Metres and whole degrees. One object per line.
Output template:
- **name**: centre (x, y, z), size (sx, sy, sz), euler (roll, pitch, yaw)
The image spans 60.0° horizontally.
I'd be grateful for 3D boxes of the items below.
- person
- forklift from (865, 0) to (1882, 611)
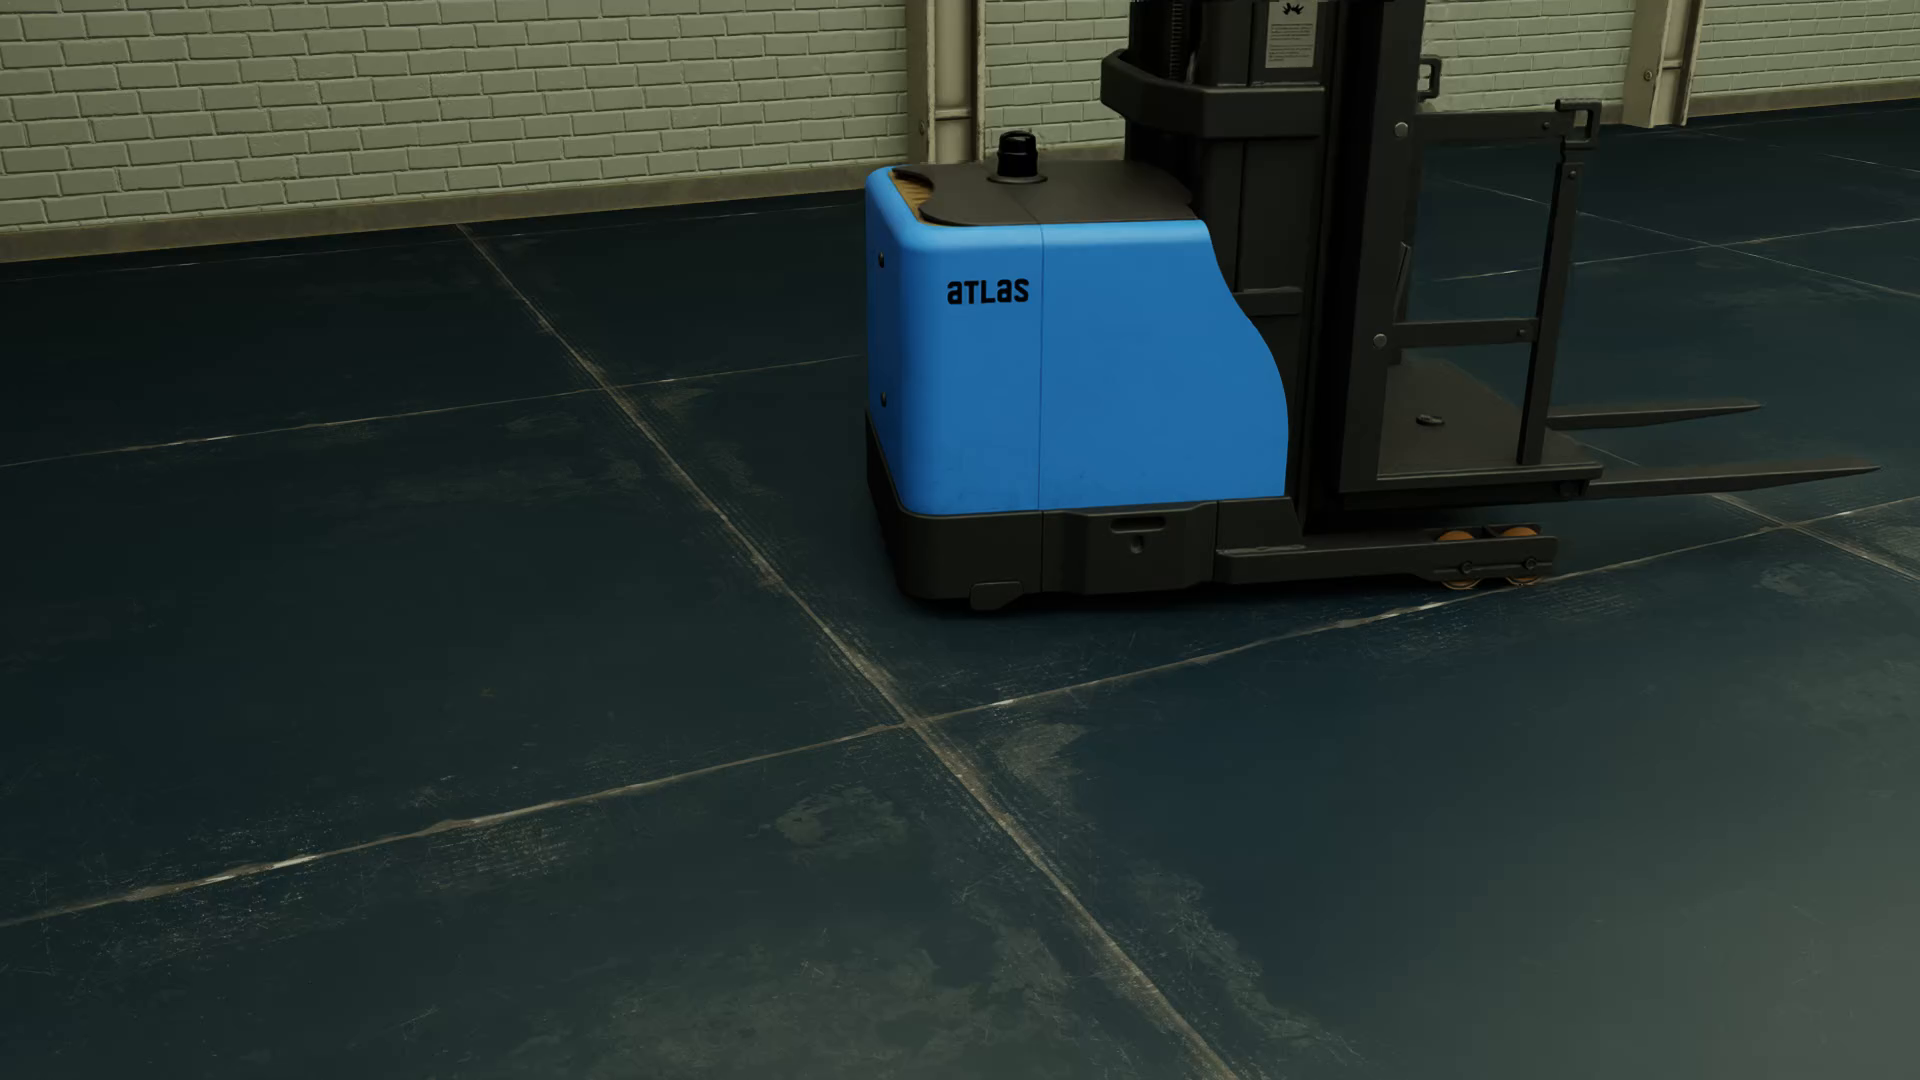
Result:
- **person**: centre (0.991, -1.003, 5.221), size (0.744, 1.672, 0.798), euler (8, 24, 19)
- **forklift**: centre (1.263, -1.407, 4.673), size (3.031, 2.935, 1.130), euler (-3, 23, -8)
